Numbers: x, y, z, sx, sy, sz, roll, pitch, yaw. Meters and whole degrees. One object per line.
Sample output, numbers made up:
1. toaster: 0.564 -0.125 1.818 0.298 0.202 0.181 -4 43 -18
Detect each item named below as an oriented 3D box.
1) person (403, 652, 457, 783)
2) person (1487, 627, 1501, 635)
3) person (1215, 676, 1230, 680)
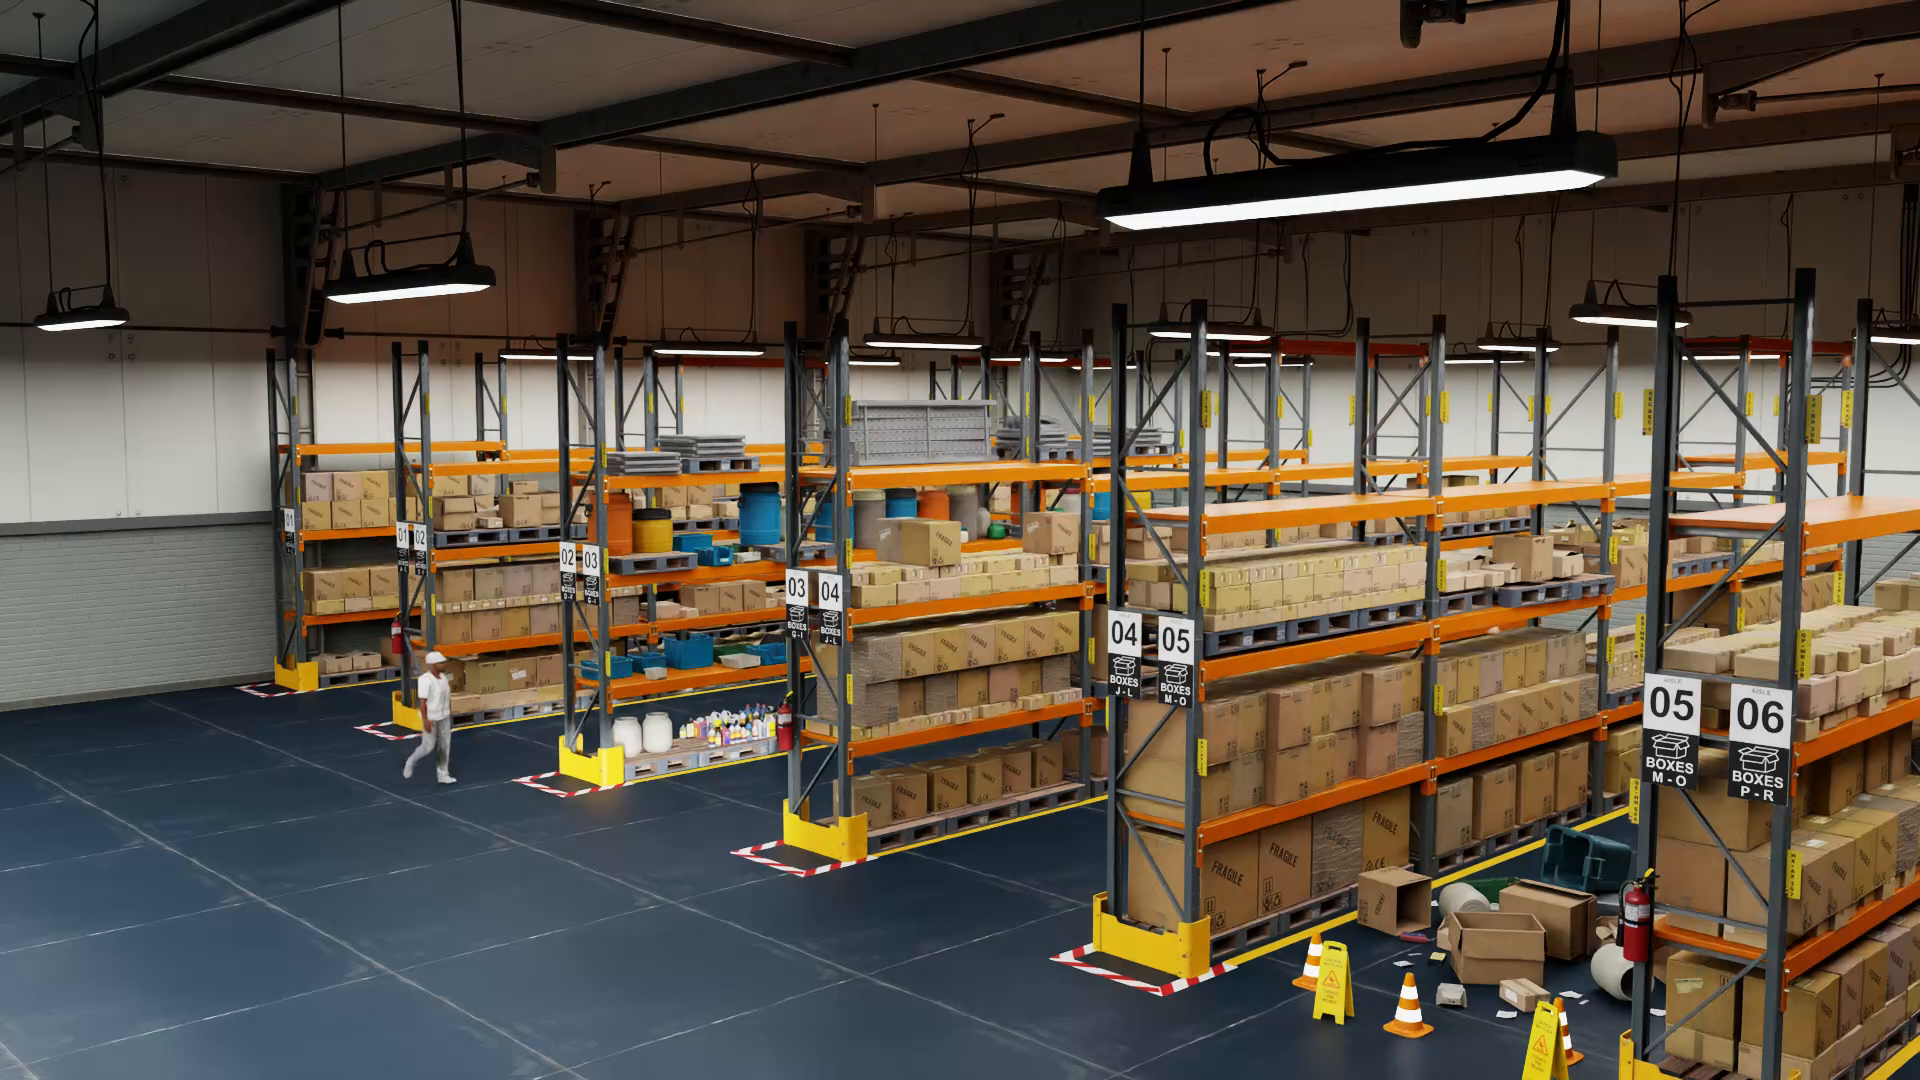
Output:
1. person: -7.052 2.360 22.133 0.711 1.763 0.564 3 6 28
2. person: 7.833 2.152 24.554 1.103 1.718 0.590 -5 7 -42
3. person: 3.290 2.531 20.963 0.599 1.698 0.539 -3 6 -28
